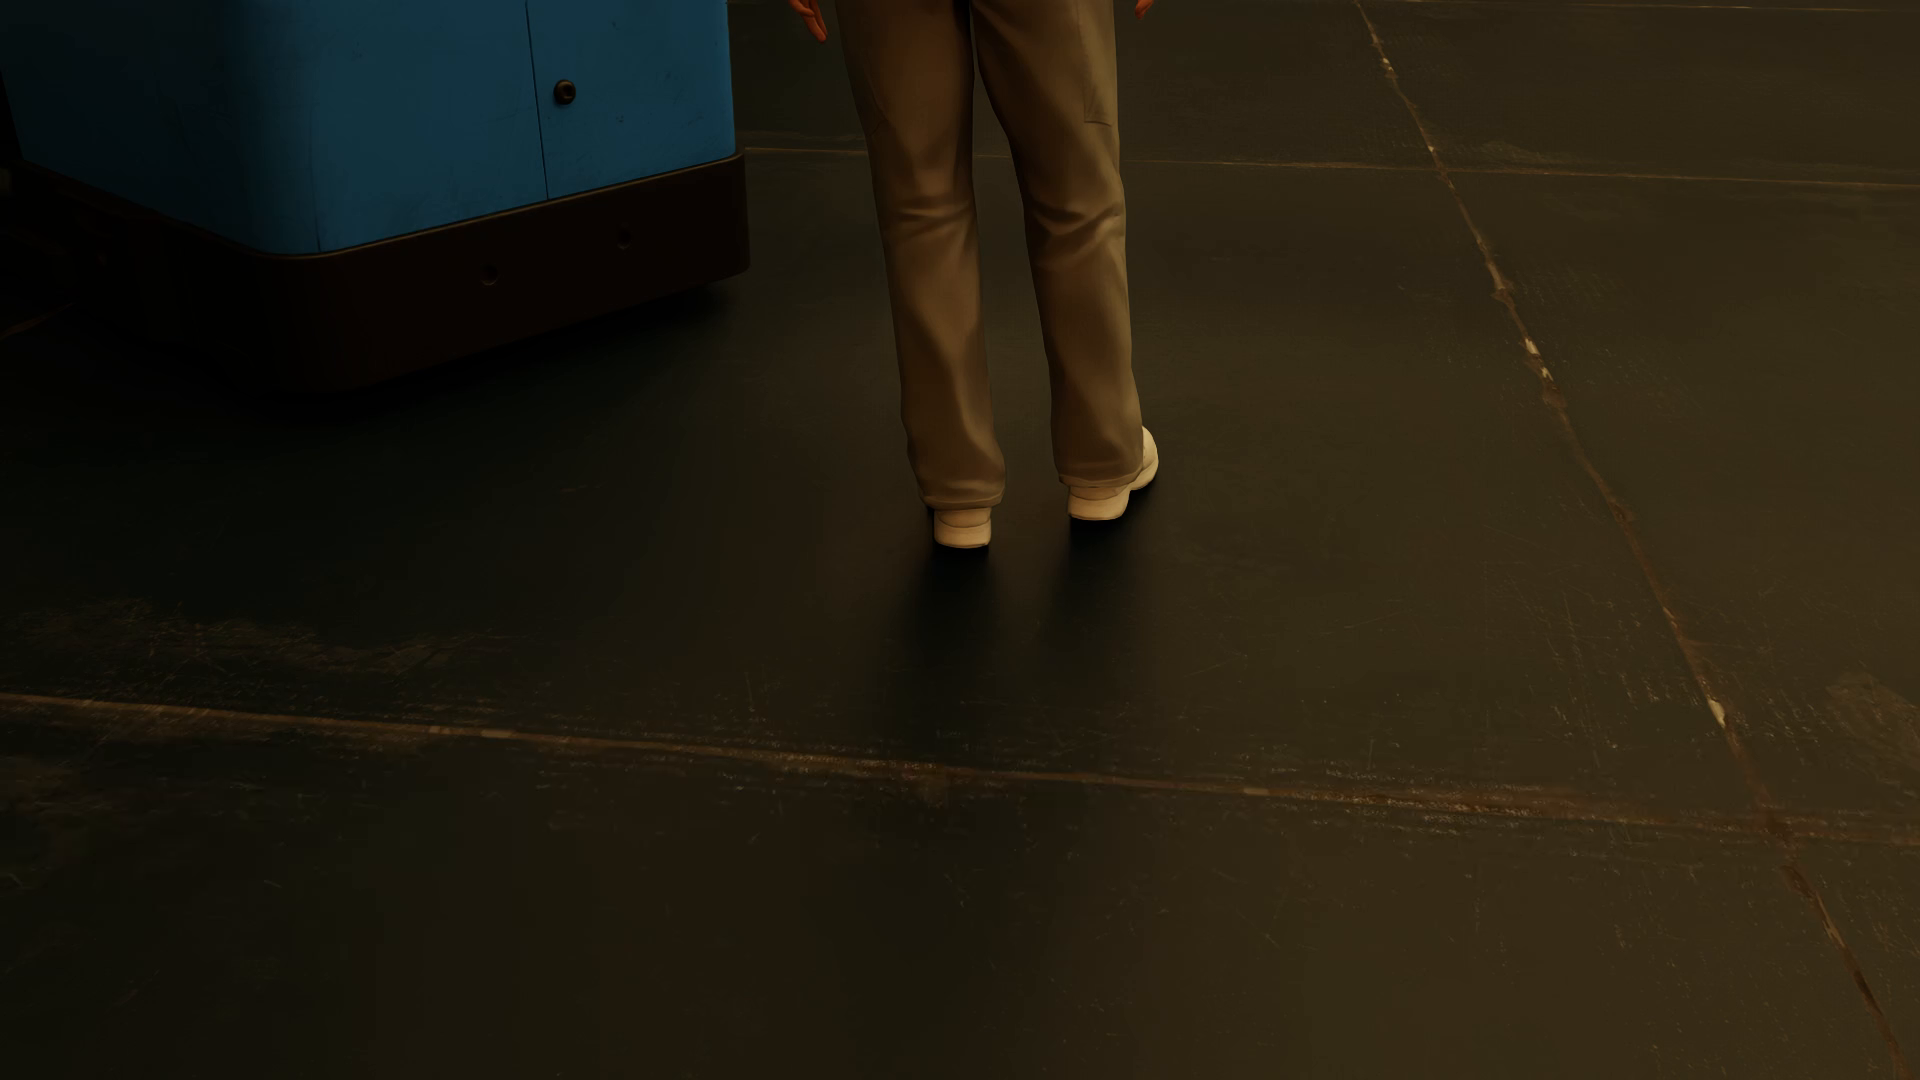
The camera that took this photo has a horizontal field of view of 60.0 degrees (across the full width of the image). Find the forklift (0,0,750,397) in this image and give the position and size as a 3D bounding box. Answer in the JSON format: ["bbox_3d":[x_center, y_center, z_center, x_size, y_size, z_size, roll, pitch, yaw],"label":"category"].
[{"bbox_3d":[-1.876,-2.101,3.428,3.031,2.935,1.130,22,34,37],"label":"forklift"}]

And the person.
[{"bbox_3d":[0.023,-0.788,2.187,0.550,1.673,0.548,3,27,7],"label":"person"}]
